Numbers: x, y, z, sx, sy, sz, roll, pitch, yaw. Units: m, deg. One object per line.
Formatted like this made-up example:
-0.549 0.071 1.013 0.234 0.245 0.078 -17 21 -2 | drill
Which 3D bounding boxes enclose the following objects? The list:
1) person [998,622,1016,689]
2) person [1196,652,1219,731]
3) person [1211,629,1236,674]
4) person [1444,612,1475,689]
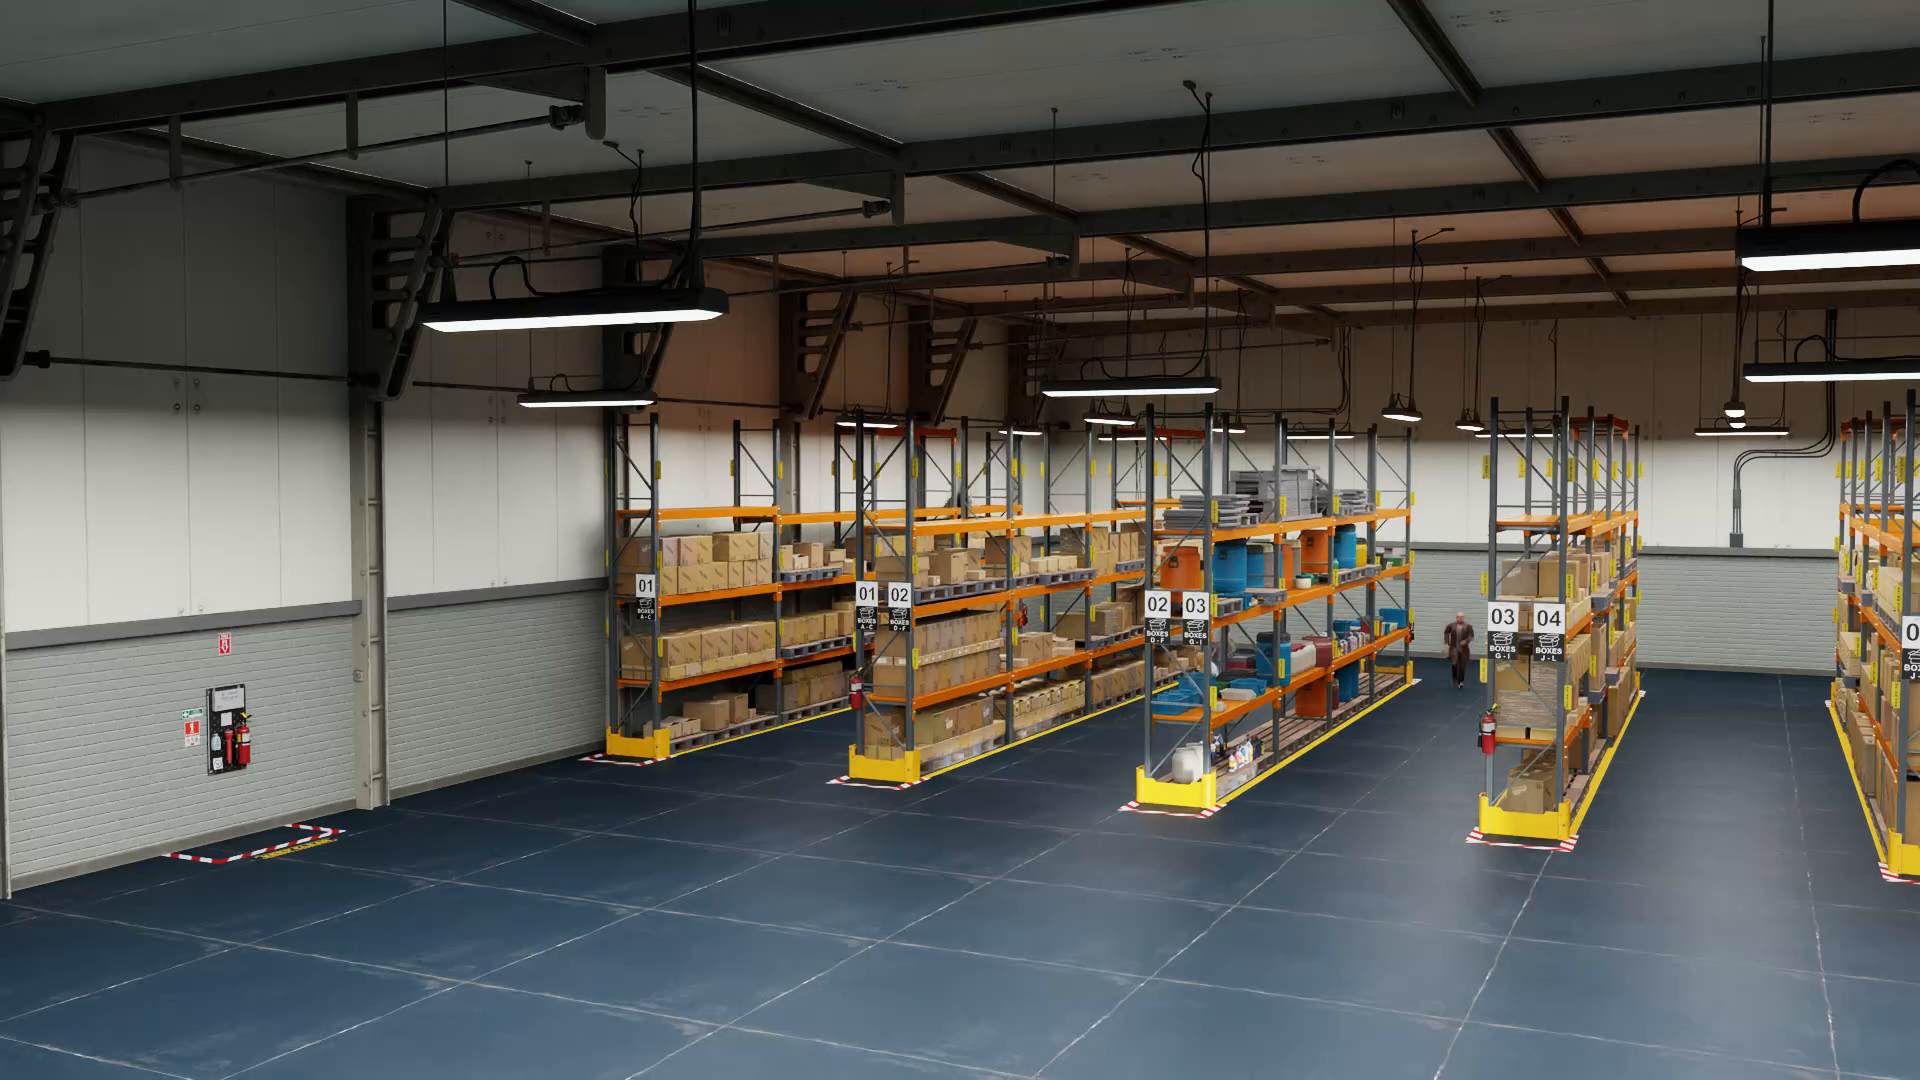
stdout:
1.085 2.667 37.792 0.654 1.624 0.801 -1 2 -13 | person
4.863 2.895 32.080 1.240 1.557 0.693 -2 3 -44 | person
5.895 2.703 37.162 0.500 1.509 0.618 -2 3 -43 | person
11.386 2.525 37.948 0.676 1.756 0.820 1 3 18 | person
